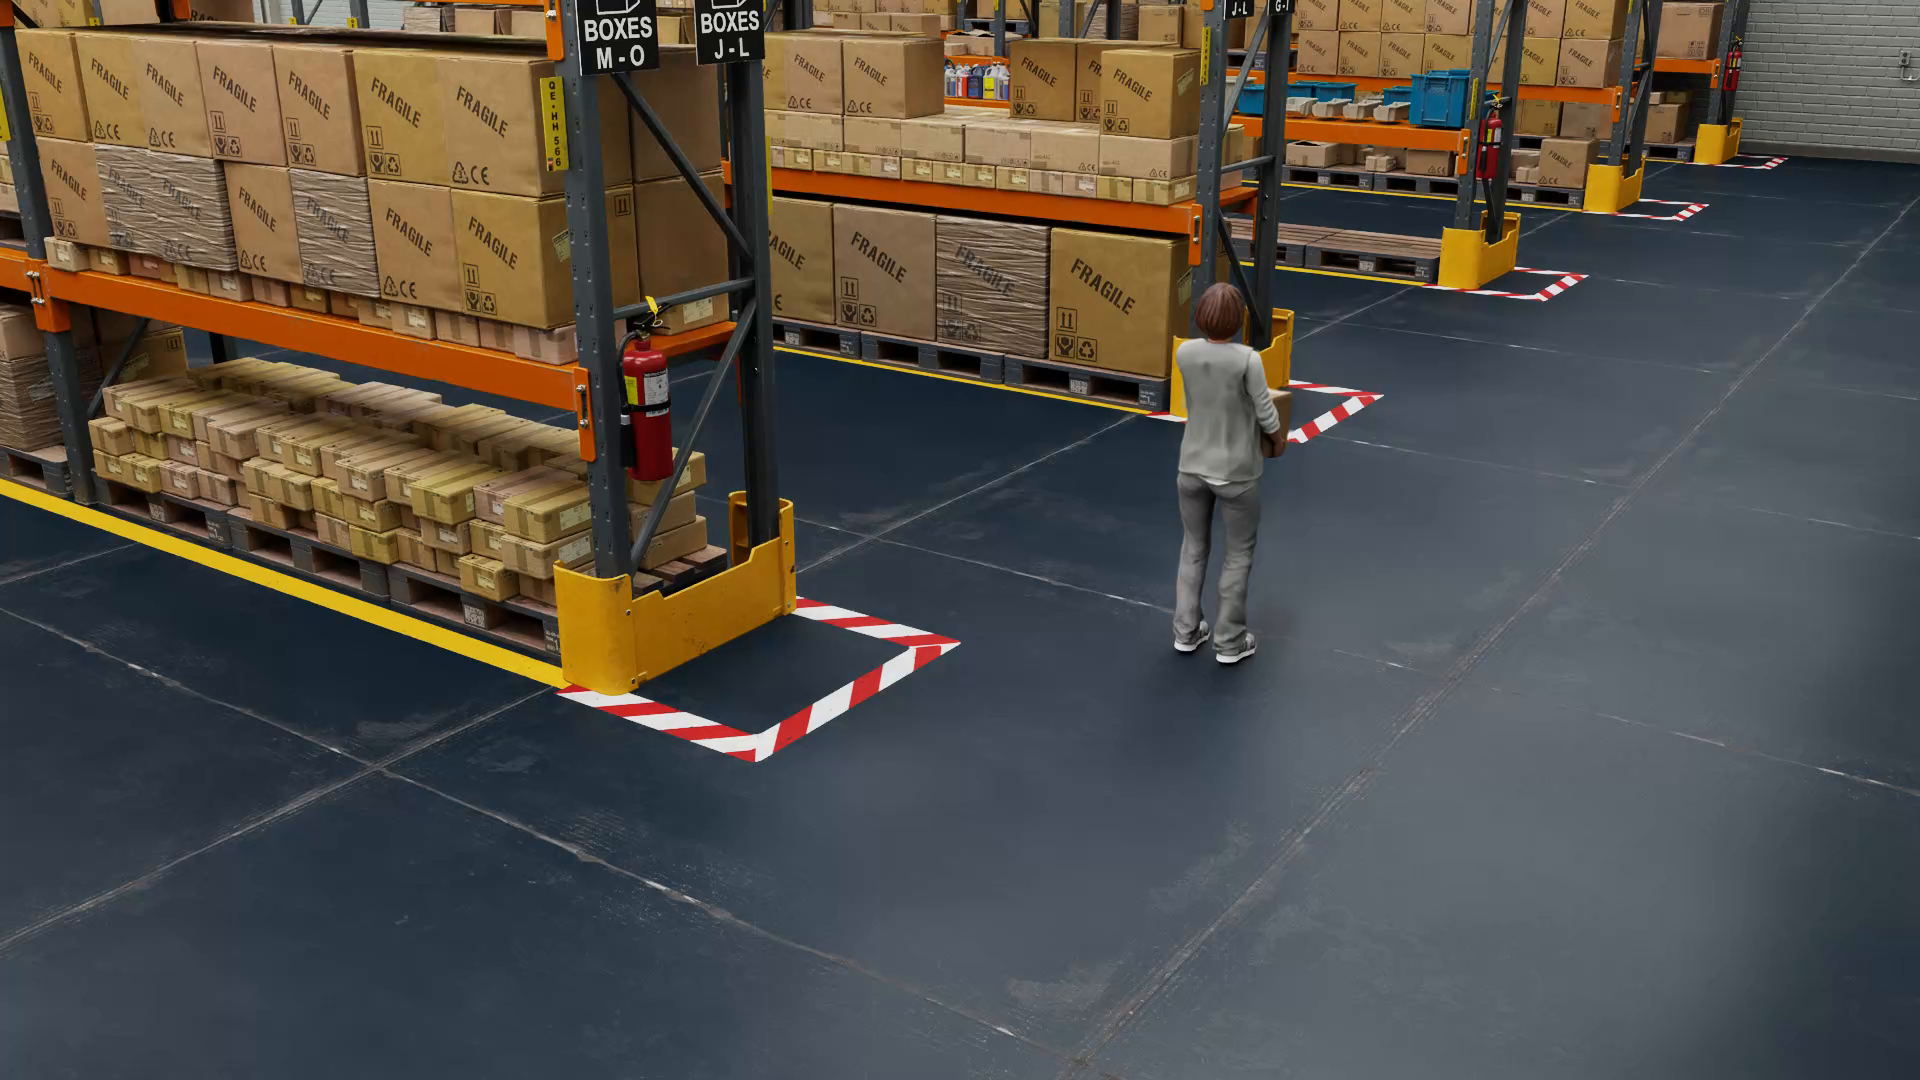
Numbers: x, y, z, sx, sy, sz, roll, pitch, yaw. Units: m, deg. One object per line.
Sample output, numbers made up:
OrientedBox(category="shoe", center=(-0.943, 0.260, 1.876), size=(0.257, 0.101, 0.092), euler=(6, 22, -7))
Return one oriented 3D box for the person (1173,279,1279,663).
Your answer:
OrientedBox(category="person", center=(1.102, -0.294, 6.879), size=(0.440, 1.602, 0.461), euler=(13, 24, 31))
